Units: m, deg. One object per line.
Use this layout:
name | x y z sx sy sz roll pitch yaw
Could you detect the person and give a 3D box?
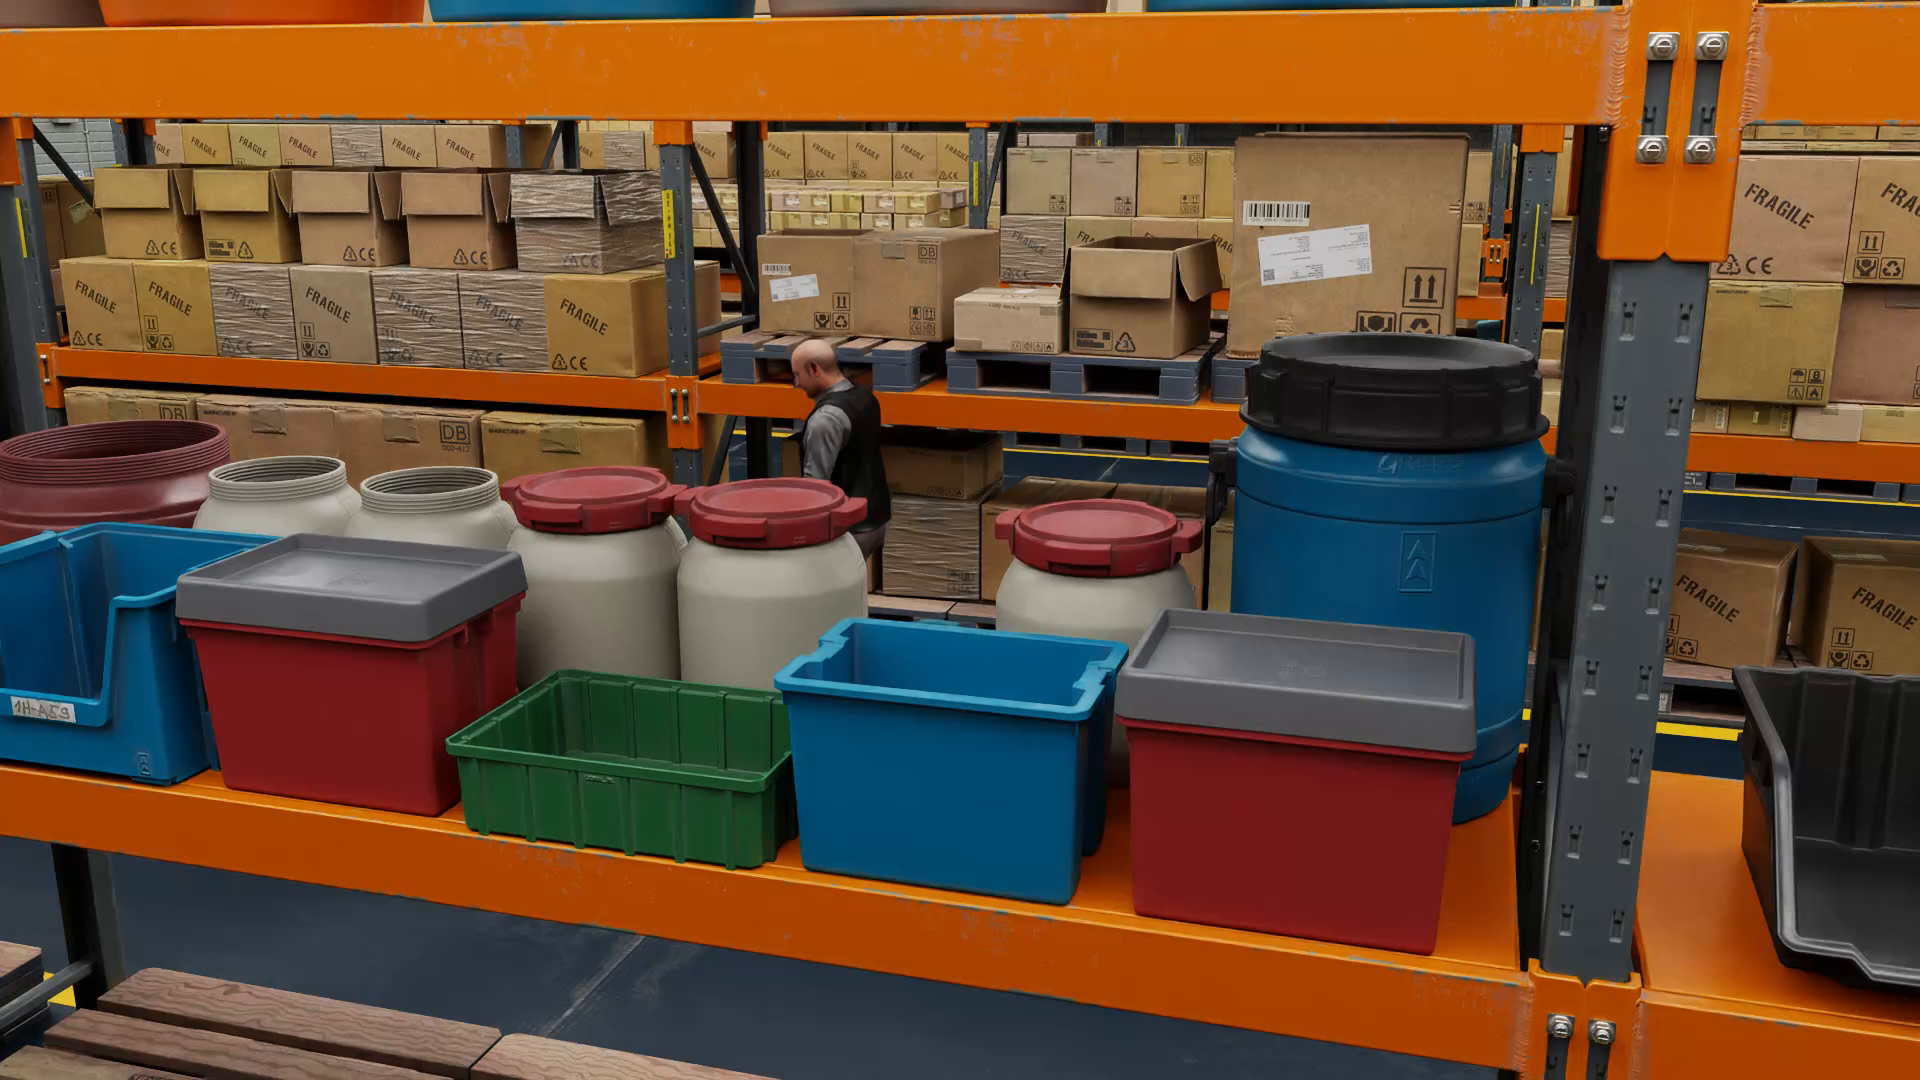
person | -0.542 -0.045 7.340 0.423 1.679 0.556 5 16 17
